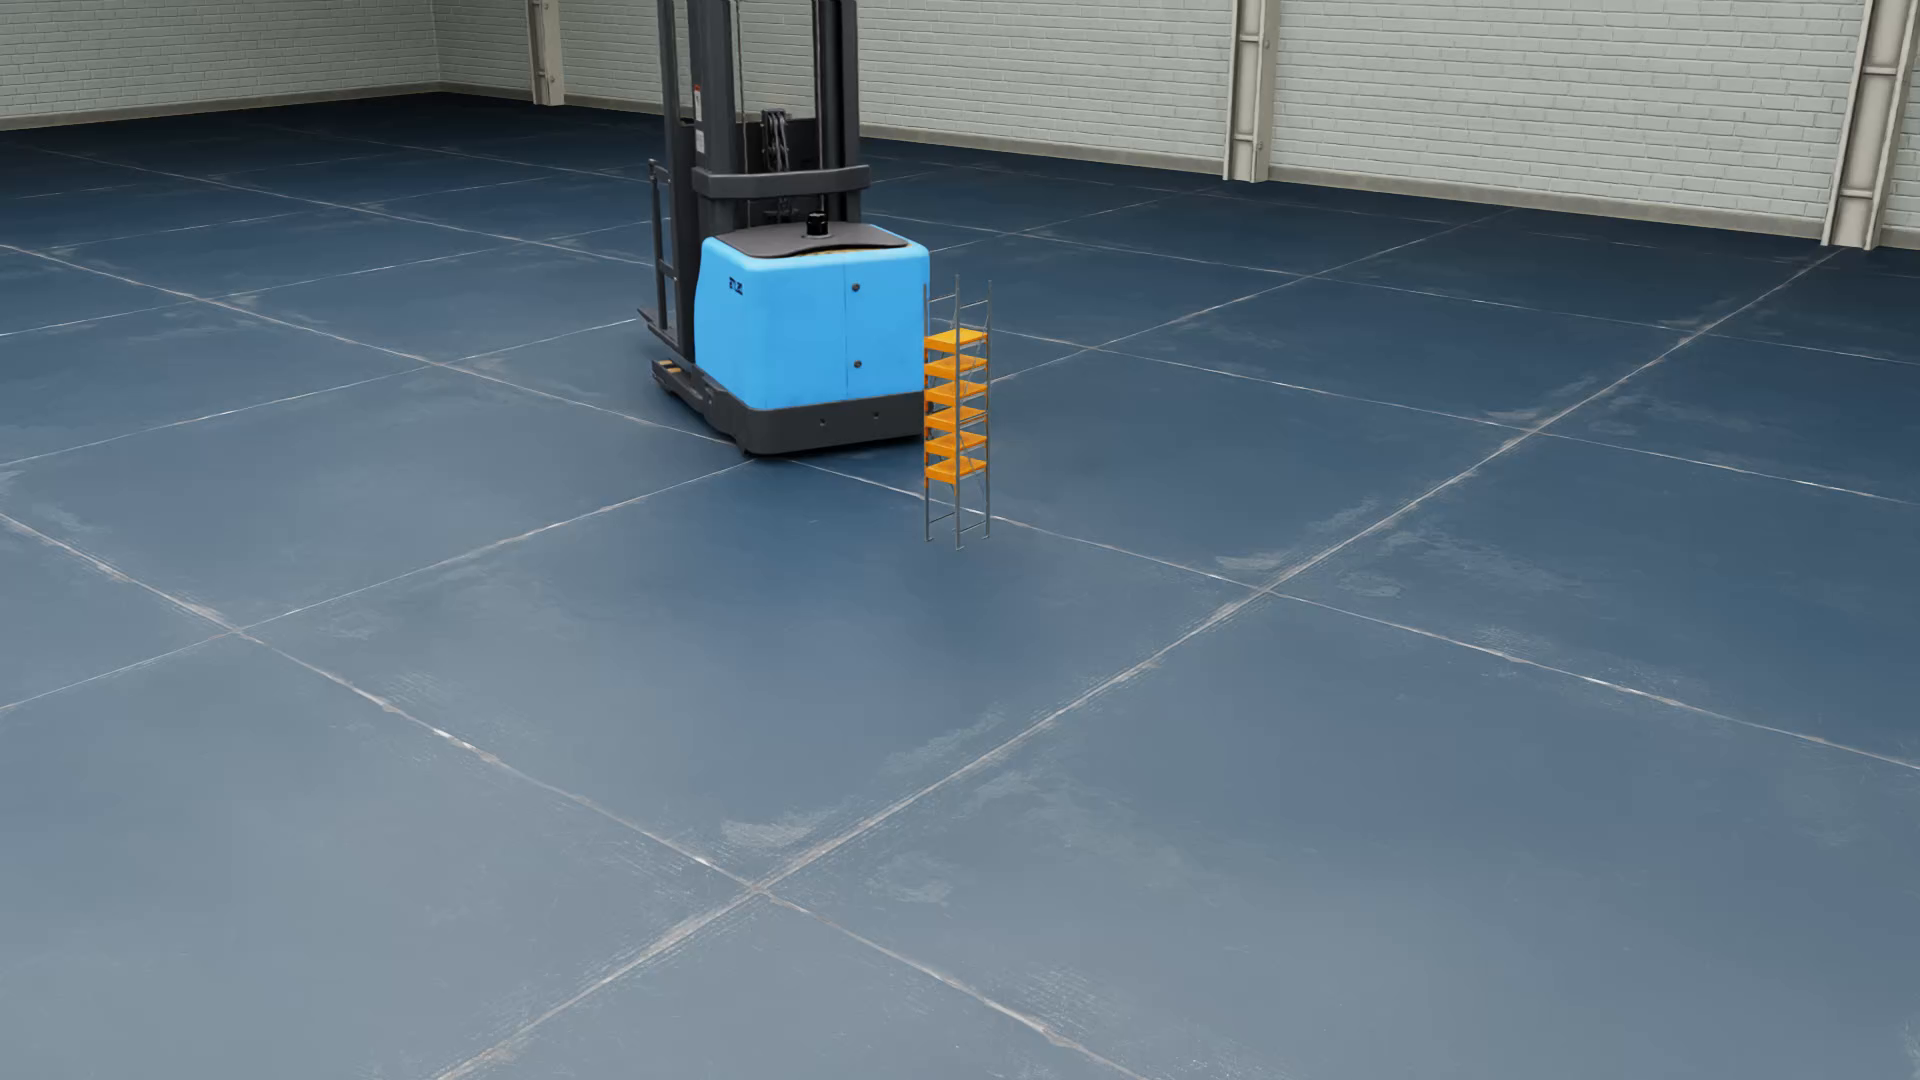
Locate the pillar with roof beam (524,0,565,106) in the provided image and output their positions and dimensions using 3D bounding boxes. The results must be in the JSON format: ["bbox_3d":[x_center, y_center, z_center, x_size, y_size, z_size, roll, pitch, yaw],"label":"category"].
[{"bbox_3d":[-8.922,-9.618,20.421,0.400,9.000,9.100,16,26,36],"label":"pillar with roof beam"}]

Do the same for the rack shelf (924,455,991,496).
[{"bbox_3d":[-0.011,-0.298,7.565,0.180,0.103,0.258,16,26,36],"label":"rack shelf"}]

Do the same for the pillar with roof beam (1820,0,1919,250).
[{"bbox_3d":[5.024,-5.603,9.772,0.400,9.000,9.100,16,26,36],"label":"pillar with roof beam"}]

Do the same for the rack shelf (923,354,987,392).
[{"bbox_3d":[-0.011,-0.748,7.396,0.180,0.103,0.258,16,26,36],"label":"rack shelf"}]

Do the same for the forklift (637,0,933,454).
[{"bbox_3d":[-1.226,-2.298,9.607,1.130,2.935,3.031,-9,23,-23],"label":"forklift"}]

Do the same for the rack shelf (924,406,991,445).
[{"bbox_3d":[-0.011,-0.523,7.481,0.180,0.103,0.258,16,26,36],"label":"rack shelf"}]

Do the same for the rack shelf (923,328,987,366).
[{"bbox_3d":[-0.011,-0.860,7.354,0.180,0.103,0.258,16,26,36],"label":"rack shelf"}]

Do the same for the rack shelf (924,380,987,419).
[{"bbox_3d":[-0.011,-0.635,7.438,0.180,0.103,0.258,16,26,36],"label":"rack shelf"}]

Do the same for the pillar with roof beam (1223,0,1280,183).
[{"bbox_3d":[0.375,-6.941,13.321,0.400,9.000,9.100,16,26,36],"label":"pillar with roof beam"}]

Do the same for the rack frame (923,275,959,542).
[{"bbox_3d":[-0.082,-0.585,7.519,0.006,1.200,0.240,16,26,36],"label":"rack frame"}]

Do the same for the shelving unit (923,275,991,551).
[{"bbox_3d":[-0.011,-0.565,7.465,0.189,1.200,0.258,16,26,36],"label":"shelving unit"}]

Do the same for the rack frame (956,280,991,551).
[{"bbox_3d":[0.060,-0.544,7.411,0.006,1.200,0.240,16,26,36],"label":"rack frame"}]

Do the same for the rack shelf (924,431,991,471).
[{"bbox_3d":[-0.011,-0.411,7.523,0.180,0.103,0.258,16,26,36],"label":"rack shelf"}]
